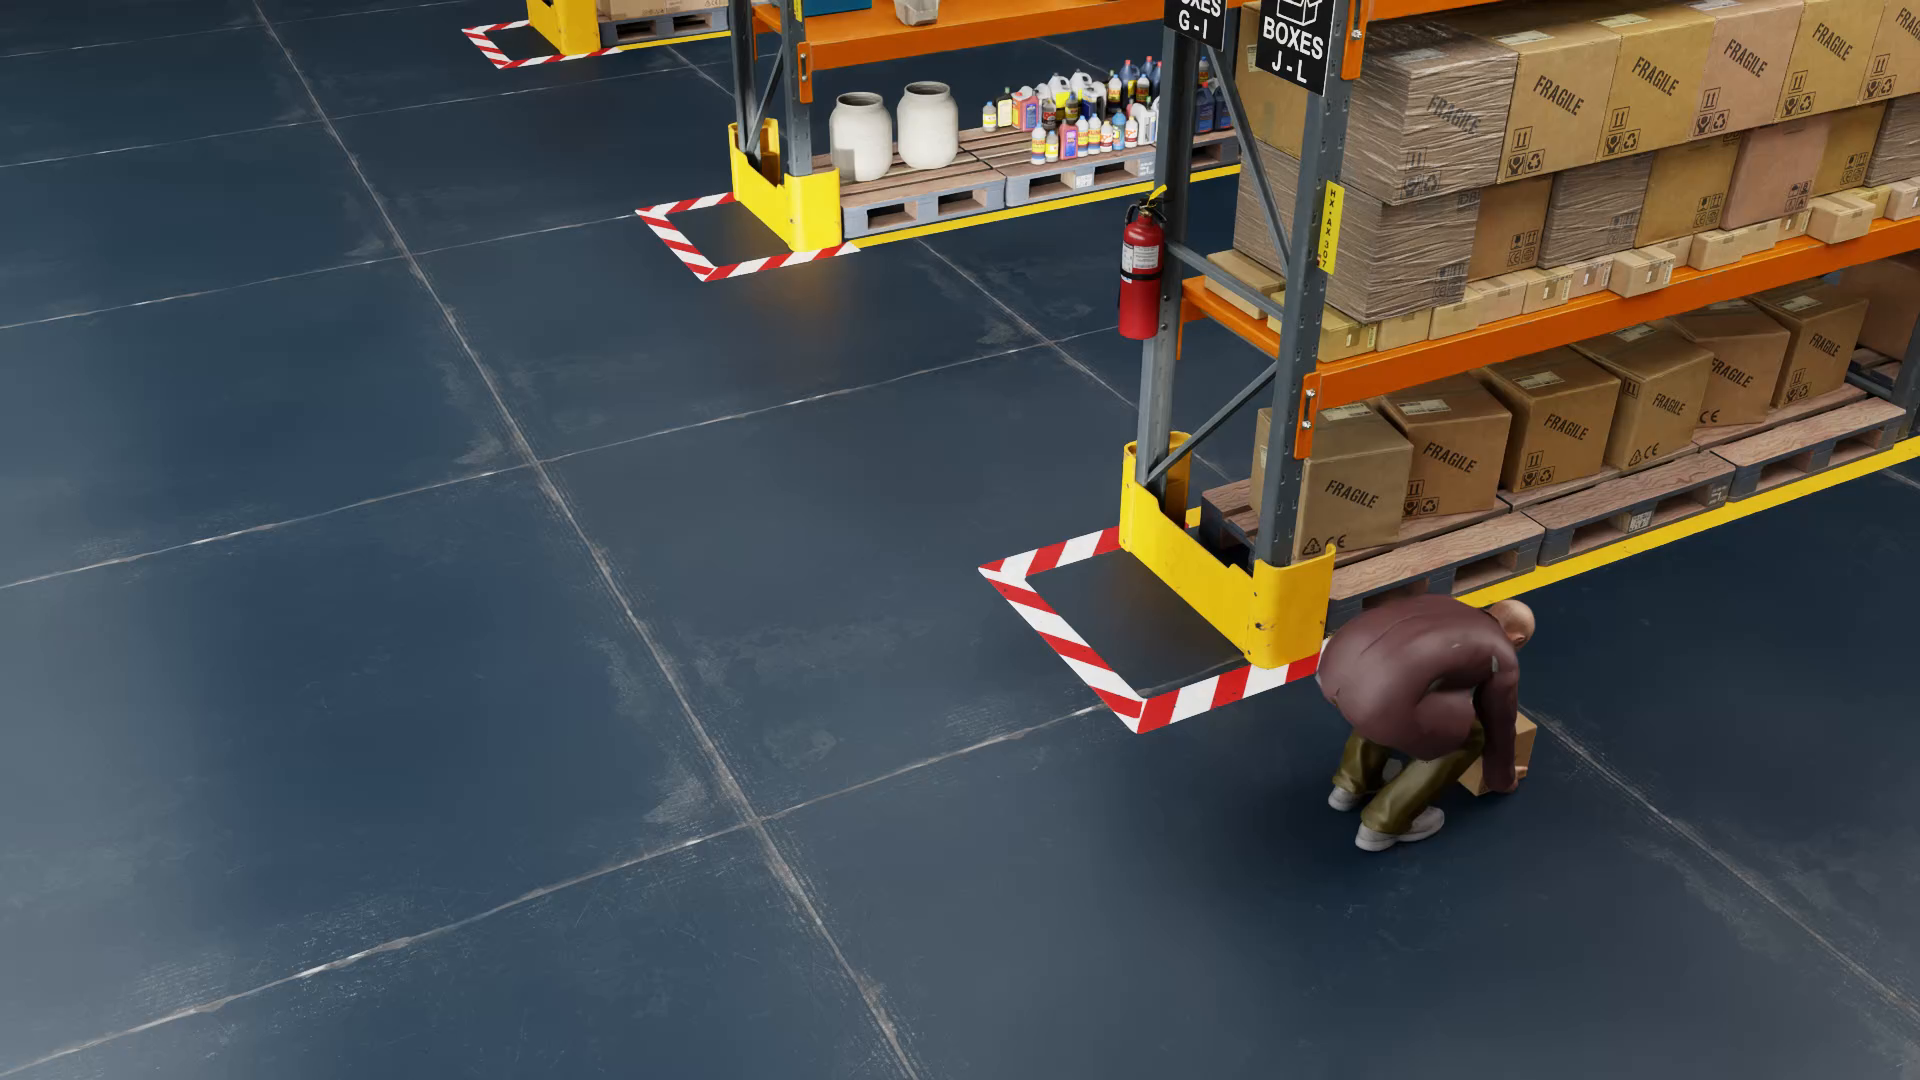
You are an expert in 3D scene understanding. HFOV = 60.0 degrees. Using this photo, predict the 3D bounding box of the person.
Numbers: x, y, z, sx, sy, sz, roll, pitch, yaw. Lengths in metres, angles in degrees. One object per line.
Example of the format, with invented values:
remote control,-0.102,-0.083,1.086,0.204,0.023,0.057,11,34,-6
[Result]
person,1.690,0.603,6.027,0.953,0.923,0.587,-18,37,-25
